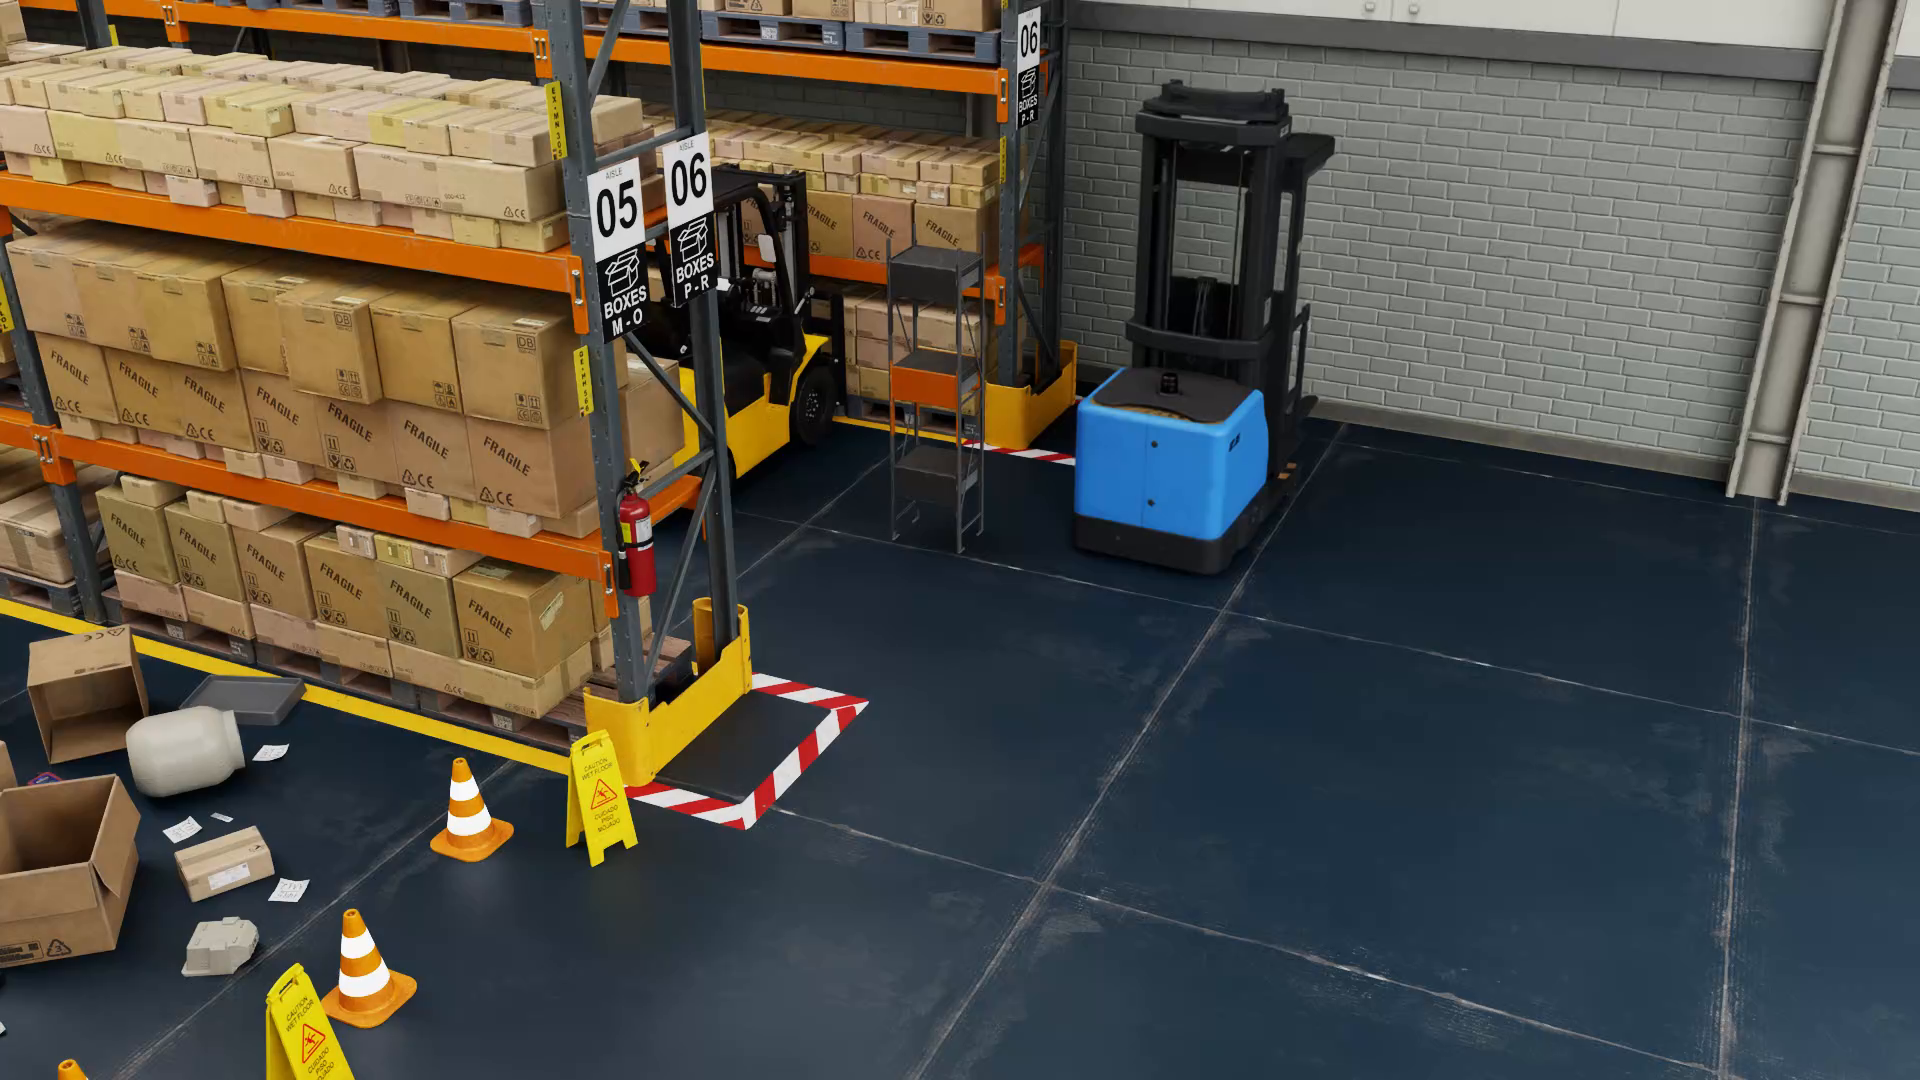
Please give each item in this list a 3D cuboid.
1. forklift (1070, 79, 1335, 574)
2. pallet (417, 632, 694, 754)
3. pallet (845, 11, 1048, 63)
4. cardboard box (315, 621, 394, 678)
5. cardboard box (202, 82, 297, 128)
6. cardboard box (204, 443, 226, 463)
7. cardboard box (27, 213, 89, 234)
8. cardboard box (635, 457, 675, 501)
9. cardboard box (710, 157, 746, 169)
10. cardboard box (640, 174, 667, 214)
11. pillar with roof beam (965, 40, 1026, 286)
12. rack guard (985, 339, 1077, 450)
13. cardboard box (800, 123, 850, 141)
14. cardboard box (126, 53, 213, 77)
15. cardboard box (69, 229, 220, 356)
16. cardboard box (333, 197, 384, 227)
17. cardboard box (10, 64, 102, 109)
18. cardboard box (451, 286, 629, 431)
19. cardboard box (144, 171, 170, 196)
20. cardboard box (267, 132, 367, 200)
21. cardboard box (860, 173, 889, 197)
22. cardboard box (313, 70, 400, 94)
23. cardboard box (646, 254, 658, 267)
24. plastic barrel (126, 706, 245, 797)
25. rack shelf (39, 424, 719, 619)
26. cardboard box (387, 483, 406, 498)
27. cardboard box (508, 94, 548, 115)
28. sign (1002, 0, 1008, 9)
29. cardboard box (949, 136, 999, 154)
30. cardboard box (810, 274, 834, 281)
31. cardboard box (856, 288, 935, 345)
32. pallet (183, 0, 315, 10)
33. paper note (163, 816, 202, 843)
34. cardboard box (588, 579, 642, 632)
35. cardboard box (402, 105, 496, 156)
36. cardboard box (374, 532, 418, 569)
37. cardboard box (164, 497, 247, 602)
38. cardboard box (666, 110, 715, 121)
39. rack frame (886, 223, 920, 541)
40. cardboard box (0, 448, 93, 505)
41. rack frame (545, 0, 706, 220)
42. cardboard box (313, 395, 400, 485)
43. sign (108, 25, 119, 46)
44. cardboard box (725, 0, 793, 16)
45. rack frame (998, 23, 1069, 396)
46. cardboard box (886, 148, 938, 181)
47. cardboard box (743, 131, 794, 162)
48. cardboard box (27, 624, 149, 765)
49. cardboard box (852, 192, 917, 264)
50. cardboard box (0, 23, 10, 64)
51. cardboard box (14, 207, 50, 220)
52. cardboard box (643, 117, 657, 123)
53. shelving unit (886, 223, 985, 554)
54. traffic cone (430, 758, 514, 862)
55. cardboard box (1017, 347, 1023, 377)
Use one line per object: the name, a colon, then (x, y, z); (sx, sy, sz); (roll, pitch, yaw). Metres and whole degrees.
forklift: (1.845, -1.714, 11.483); (1.130, 2.935, 3.031); (12, 29, 23)
pallet: (-2.300, 0.778, 9.501); (1.213, 0.211, 1.003); (11, 28, 22)
pallet: (-0.088, -3.739, 12.223); (1.213, 0.211, 1.003); (11, 28, 22)
cardboard box: (-3.300, 0.517, 9.510); (0.500, 0.250, 0.500); (10, 28, 20)
cardboard box: (-3.546, -2.179, 8.336); (0.250, 0.149, 0.380); (12, 29, 23)
cardboard box: (-4.021, -0.572, 9.370); (0.250, 0.149, 0.380); (11, 28, 22)
cardboard box: (-5.429, -1.914, 10.152); (0.250, 0.149, 0.380); (11, 28, 22)
cardboard box: (-1.730, -0.329, 8.877); (0.250, 0.149, 0.380); (11, 28, 22)
cardboard box: (-1.761, -2.951, 13.070); (0.250, 0.149, 0.380); (10, 28, 20)
cardboard box: (-1.674, -1.721, 8.308); (0.250, 0.149, 0.380); (11, 28, 22)
pillar with roof beam: (-1.498, -3.744, 8.736); (0.400, 9.000, 9.100); (11, 28, 22)
rack guard: (0.567, -1.168, 13.125); (0.348, 0.500, 1.175); (11, 28, 22)
cardboard box: (-1.068, -3.204, 13.248); (0.250, 0.149, 0.380); (12, 28, 22)
cardboard box: (-4.300, -2.549, 9.086); (0.250, 0.149, 0.380); (12, 29, 23)
cardboard box: (-4.381, -1.385, 9.155); (0.500, 0.500, 0.700); (12, 28, 22)
cardboard box: (-2.864, -1.677, 8.218); (0.250, 0.149, 0.380); (11, 28, 21)
cardboard box: (-4.747, -2.394, 8.773); (0.250, 0.149, 0.380); (12, 29, 23)
cardboard box: (-2.061, -0.929, 8.229); (0.500, 0.500, 0.700); (11, 28, 21)
cardboard box: (-4.028, -1.919, 8.711); (0.250, 0.149, 0.380); (10, 28, 20)
cardboard box: (-3.015, -1.879, 8.178); (0.500, 0.250, 0.500); (12, 29, 23)
cardboard box: (-0.563, -2.737, 12.635); (0.250, 0.149, 0.380); (11, 28, 21)
cardboard box: (-3.117, -2.325, 8.633); (0.250, 0.149, 0.380); (12, 29, 23)
cardboard box: (-2.786, -2.213, 13.925); (0.500, 0.250, 0.500); (11, 28, 21)
plastic barrel: (-4.013, 1.090, 8.626); (0.512, 0.421, 0.421); (-12, 29, -23)
rack shelf: (-3.327, -0.340, 9.428); (4.000, 0.370, 1.077); (11, 28, 22)
cardboard box: (-2.858, -0.362, 8.943); (0.250, 0.149, 0.380); (12, 29, 23)
cardboard box: (-1.981, -2.074, 8.123); (0.250, 0.149, 0.380); (11, 28, 22)
sign: (0.308, -3.785, 11.303); (0.005, 0.325, 0.100); (11, 28, 22)
cardboard box: (0.112, -2.984, 12.800); (0.250, 0.149, 0.380); (12, 29, 24)
cardboard box: (-1.185, -2.143, 13.782); (0.500, 0.250, 0.500); (11, 28, 21)
cardboard box: (-0.470, -1.747, 12.977); (0.500, 0.250, 0.500); (12, 29, 23)
pallet: (-6.082, -4.929, 14.753); (1.003, 0.211, 1.213); (13, 29, 24)
paper note: (-3.902, 1.452, 8.348); (0.142, 0.019, 0.148); (23, 35, 39)
cardboard box: (-2.148, 0.149, 9.409); (0.500, 0.500, 0.500); (10, 28, 20)
cardboard box: (-2.395, -1.933, 7.835); (0.250, 0.149, 0.380); (11, 28, 21)
cardboard box: (-2.933, -0.008, 8.994); (0.250, 0.149, 0.380); (12, 29, 23)
cardboard box: (-4.230, -0.010, 9.732); (0.500, 0.500, 0.500); (13, 29, 24)
cardboard box: (-2.223, -3.452, 13.750); (0.250, 0.149, 0.380); (11, 28, 21)
rack frame: (-0.373, -1.017, 11.008); (0.015, 2.100, 0.400); (11, 28, 22)
cardboard box: (-6.282, -0.263, 10.957); (0.625, 0.372, 0.950); (13, 29, 25)
rack frame: (-1.506, -2.988, 7.202); (0.127, 3.000, 1.000); (11, 28, 22)
cardboard box: (-3.022, -0.650, 8.794); (0.500, 0.500, 0.500); (11, 28, 22)
sign: (-4.930, -2.825, 9.681); (0.005, 0.325, 0.100); (11, 28, 22)
cardboard box: (-1.366, -4.251, 12.458); (0.637, 0.503, 0.797); (12, 29, 23)
rack frame: (0.545, -2.293, 12.582); (0.127, 3.000, 1.000); (11, 28, 22)
cardboard box: (-0.355, -2.813, 12.453); (0.250, 0.149, 0.380); (12, 29, 23)
cardboard box: (-1.489, -3.074, 12.984); (0.250, 0.149, 0.380); (11, 28, 22)
cardboard box: (-4.735, 0.835, 9.055); (0.500, 0.500, 0.500); (-12, 29, -23)
cardboard box: (-0.480, -2.421, 12.728); (0.500, 0.500, 0.500); (12, 29, 23)
cardboard box: (-5.728, -2.774, 9.291); (0.500, 0.250, 0.500); (12, 29, 23)
cardboard box: (-9.090, -3.189, 16.756); (0.500, 0.500, 0.500); (10, 28, 20)
cardboard box: (-2.646, -3.312, 13.467); (0.250, 0.149, 0.380); (12, 29, 23)
shelving unit: (-0.151, -0.972, 10.917); (0.503, 2.100, 0.431); (11, 28, 22)
traffic cone: (-2.431, 1.281, 8.193); (0.334, 0.463, 0.336); (11, 28, 22)
cardboard box: (0.179, -1.417, 13.439); (0.500, 0.250, 0.500); (11, 28, 22)
